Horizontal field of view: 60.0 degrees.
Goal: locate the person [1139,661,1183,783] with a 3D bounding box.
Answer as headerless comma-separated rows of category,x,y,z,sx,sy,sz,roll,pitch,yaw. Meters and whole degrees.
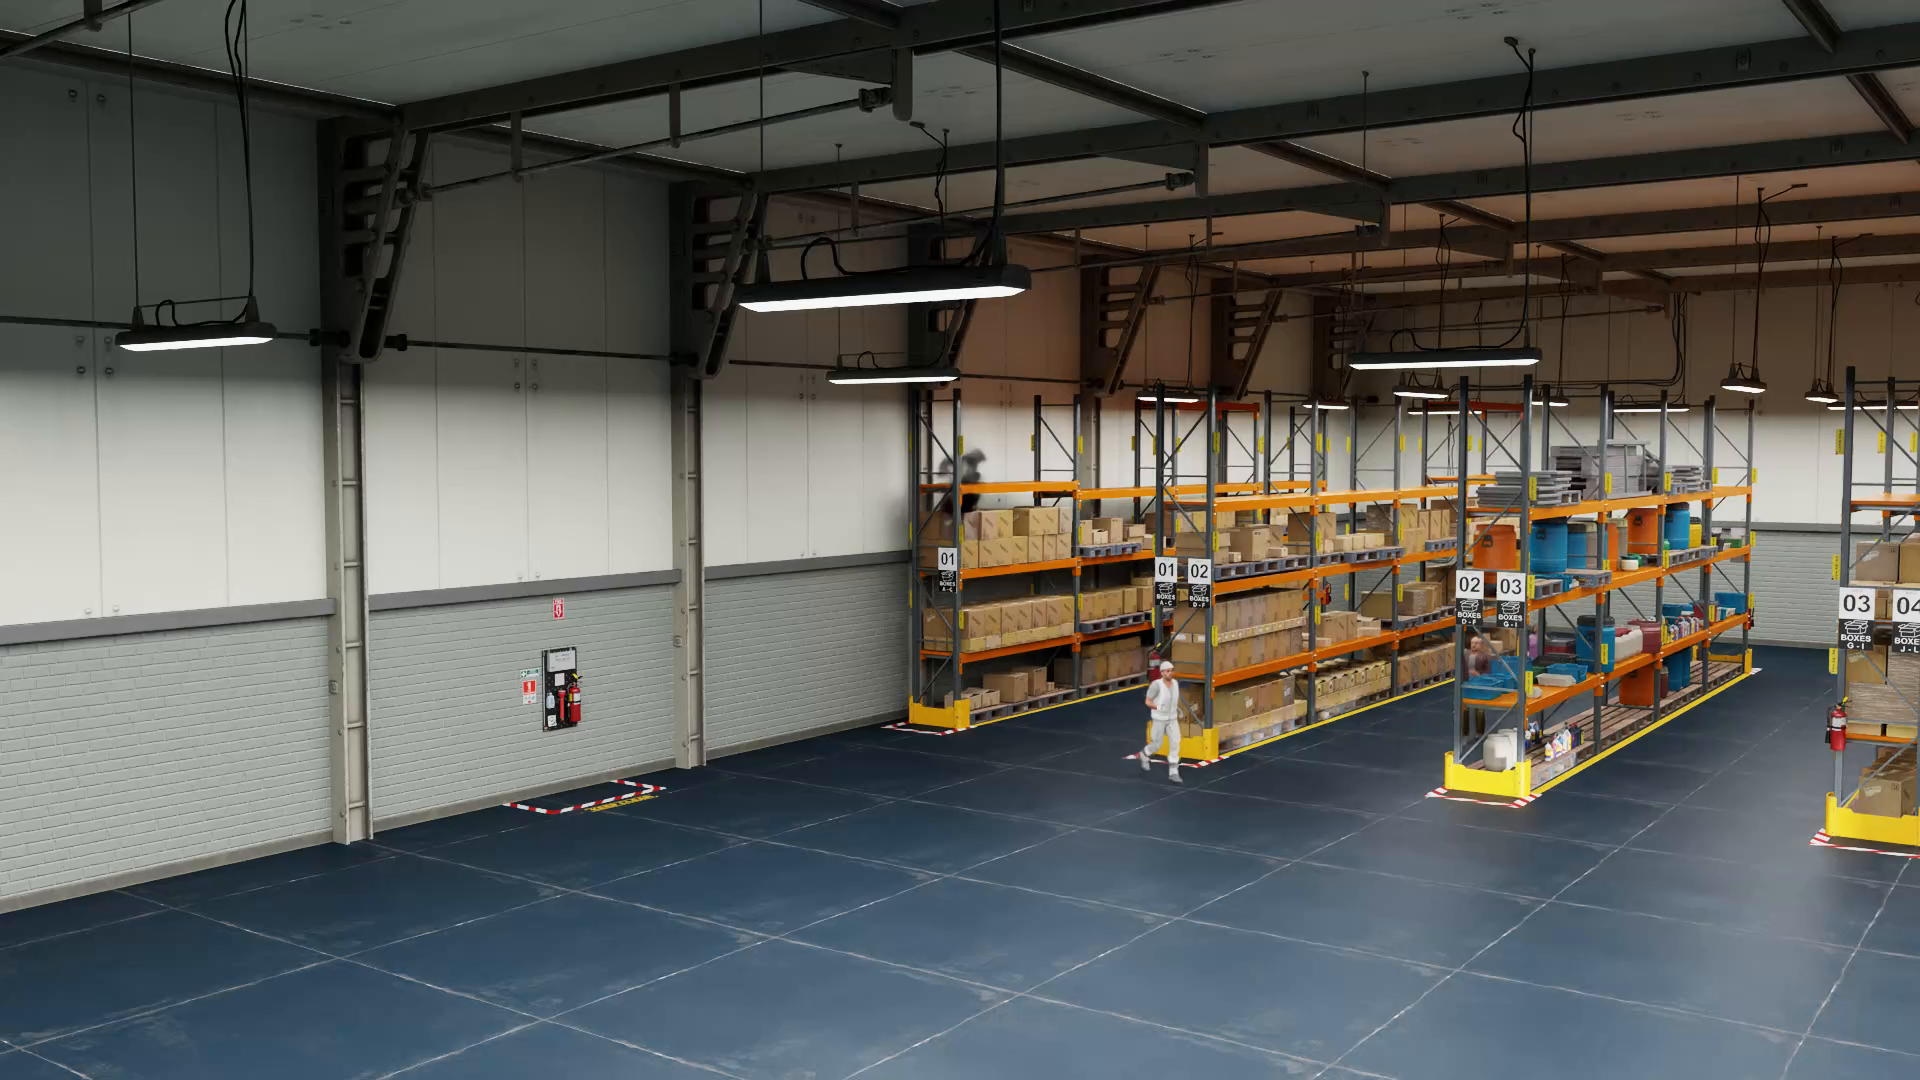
person,3.032,2.680,24.827,0.635,1.769,1.006,-1,4,-24

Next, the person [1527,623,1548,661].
person,11.150,2.382,32.154,0.548,1.566,0.792,2,4,27

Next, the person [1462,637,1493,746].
person,8.595,2.533,27.819,0.668,1.842,0.825,2,4,28
